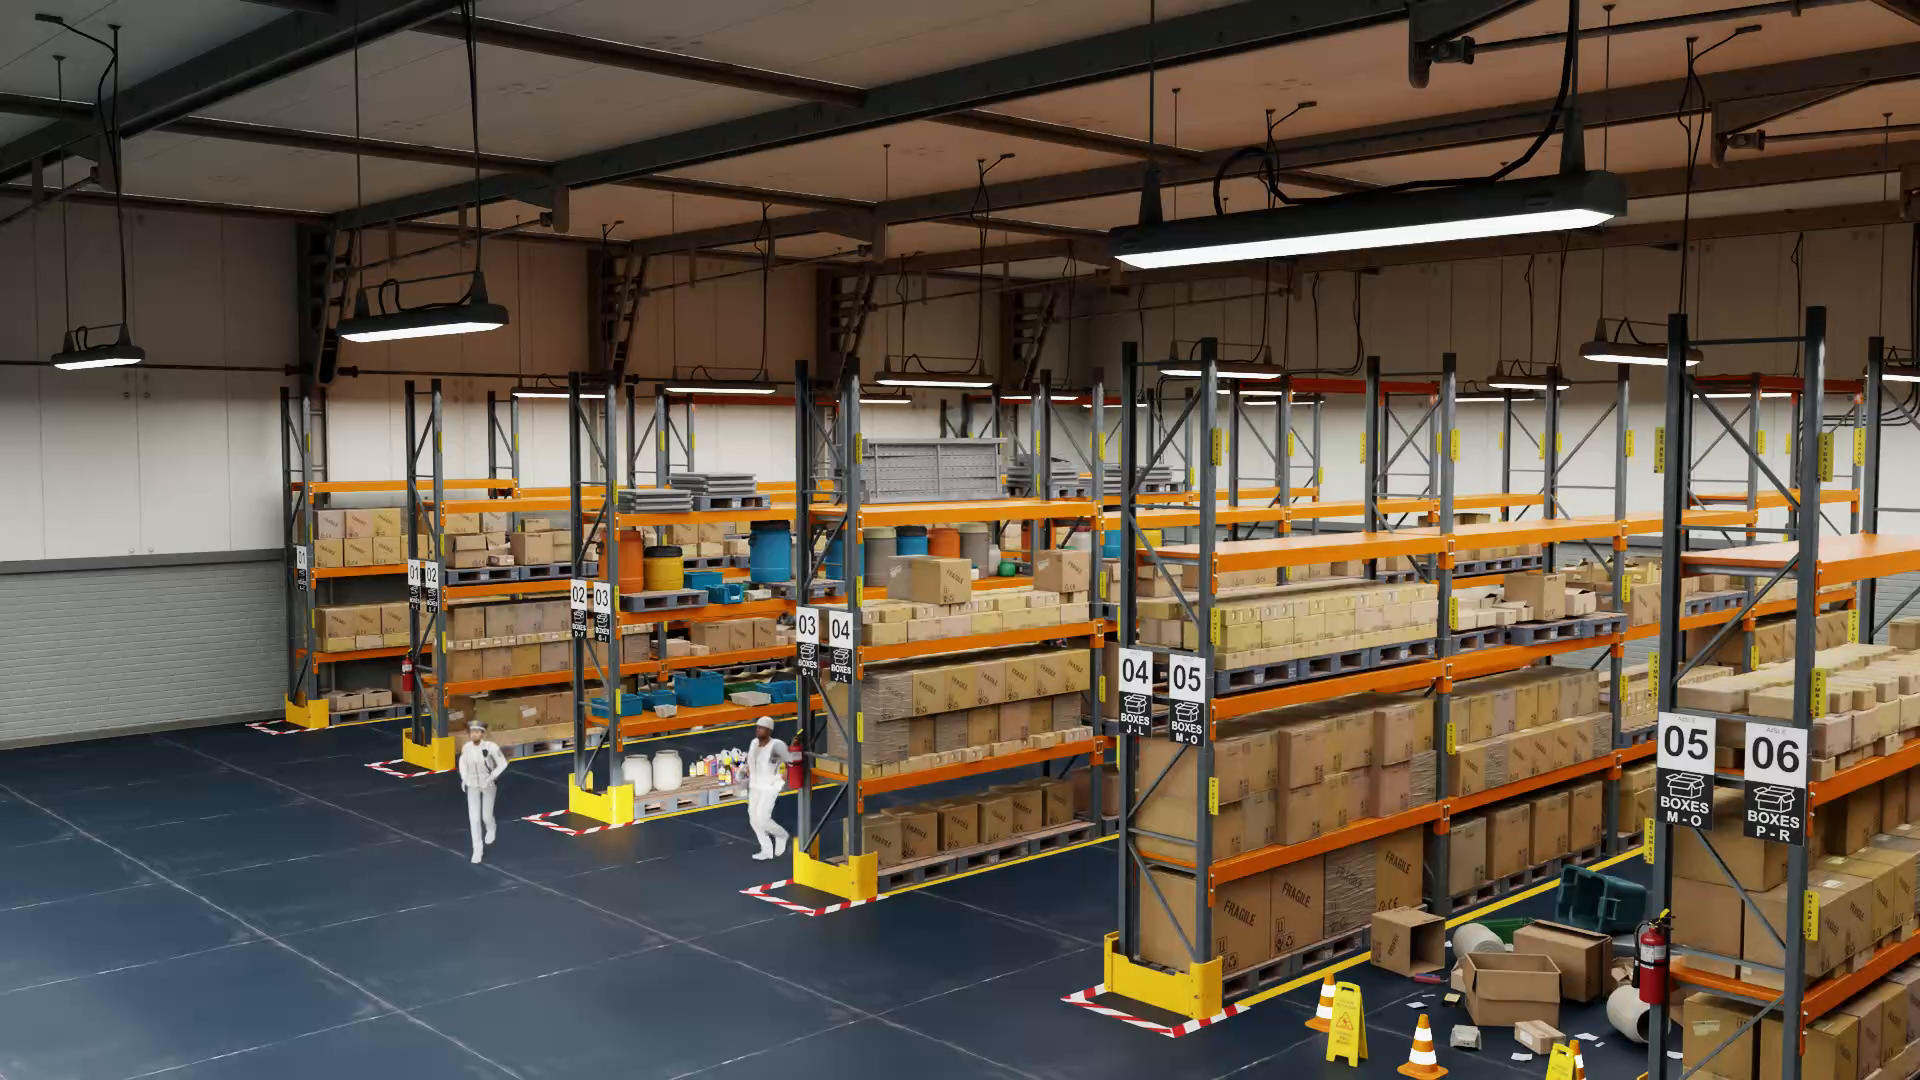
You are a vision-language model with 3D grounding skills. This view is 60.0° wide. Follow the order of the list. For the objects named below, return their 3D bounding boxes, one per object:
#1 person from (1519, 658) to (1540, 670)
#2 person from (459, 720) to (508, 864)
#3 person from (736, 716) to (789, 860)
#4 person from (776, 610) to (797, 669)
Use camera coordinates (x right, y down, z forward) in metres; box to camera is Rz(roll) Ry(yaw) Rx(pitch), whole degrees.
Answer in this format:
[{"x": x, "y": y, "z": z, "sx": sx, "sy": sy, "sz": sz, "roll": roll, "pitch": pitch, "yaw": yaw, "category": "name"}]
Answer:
[{"x": 9.096, "y": 2.592, "z": 26.315, "sx": 0.660, "sy": 1.765, "sz": 0.866, "roll": 3, "pitch": 5, "yaw": 39, "category": "person"}, {"x": -5.830, "y": 3.022, "z": 20.330, "sx": 0.614, "sy": 1.709, "sz": 0.784, "roll": 0, "pitch": 4, "yaw": -2, "category": "person"}, {"x": -2.366, "y": 3.002, "z": 20.067, "sx": 0.697, "sy": 1.745, "sz": 0.596, "roll": 3, "pitch": 5, "yaw": 41, "category": "person"}, {"x": -3.488, "y": 2.143, "z": 33.922, "sx": 0.646, "sy": 1.709, "sz": 0.927, "roll": 2, "pitch": 4, "yaw": 33, "category": "person"}]
